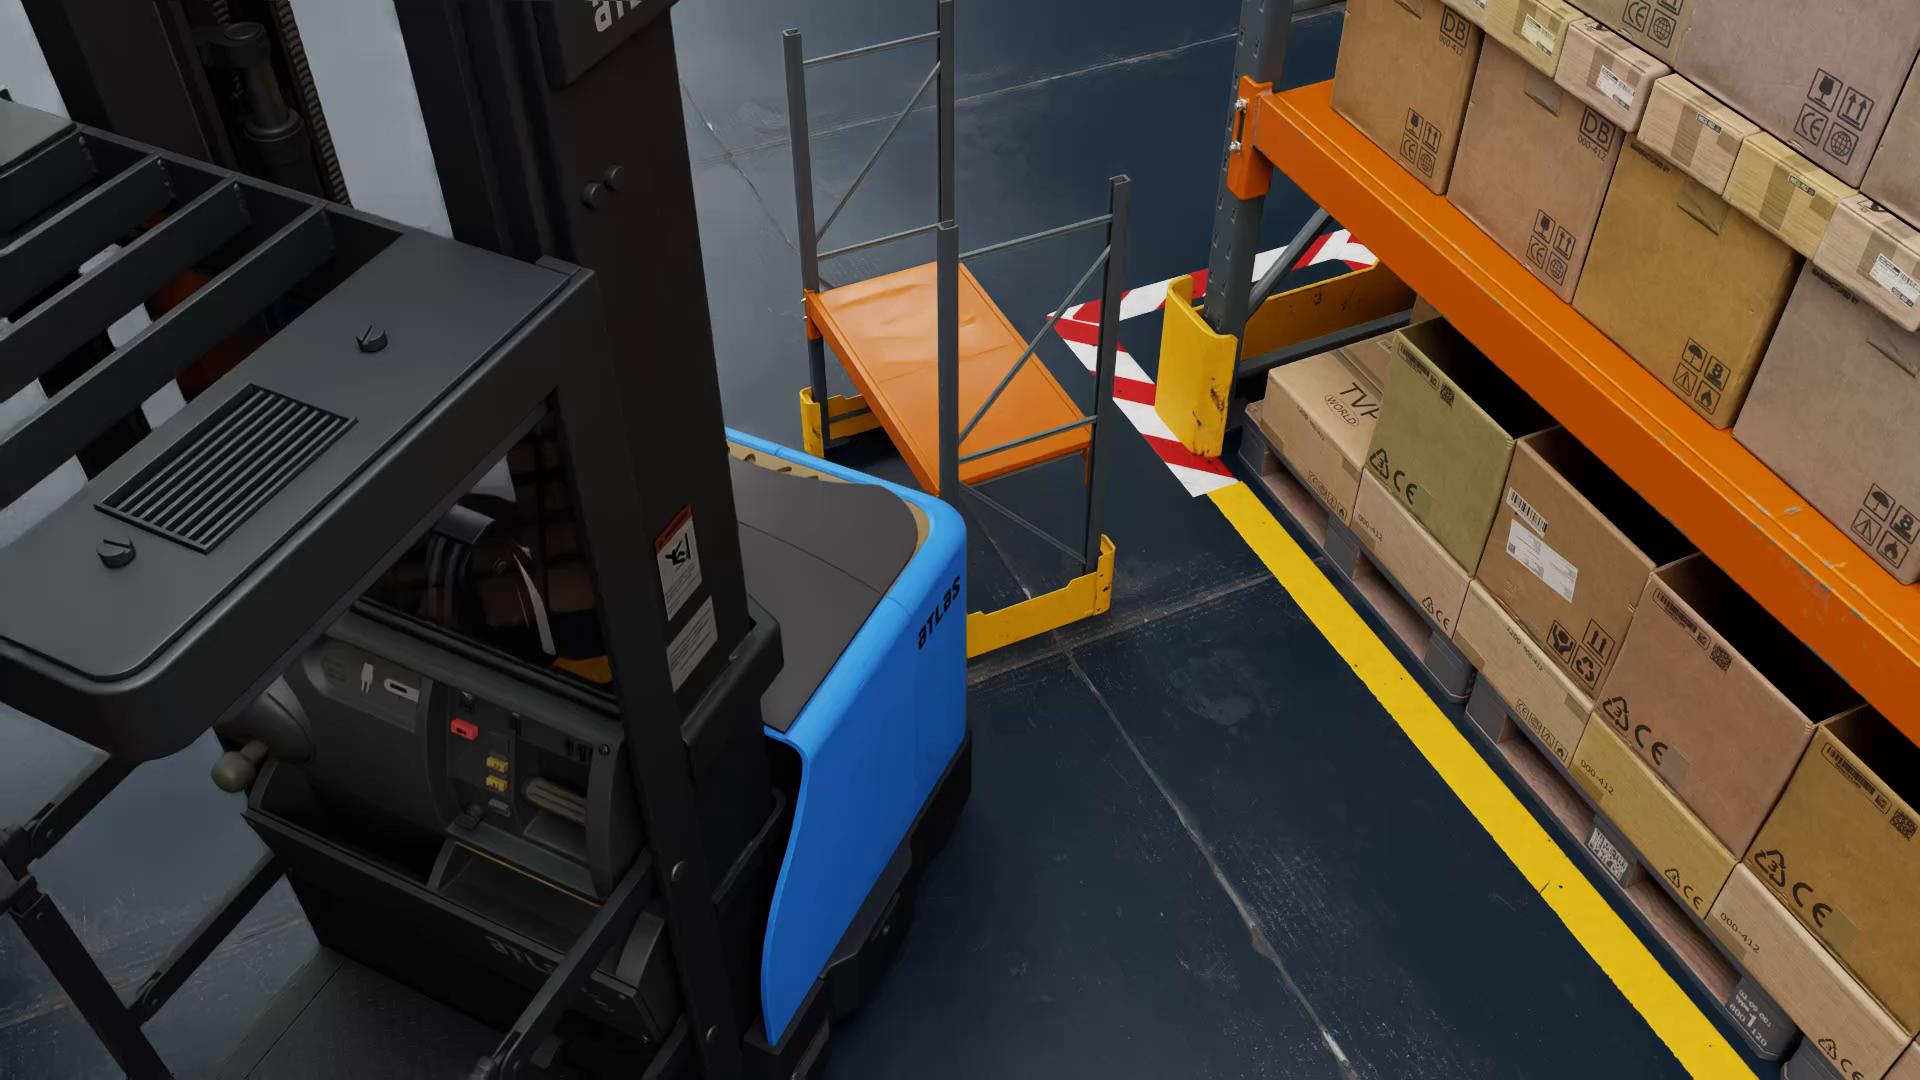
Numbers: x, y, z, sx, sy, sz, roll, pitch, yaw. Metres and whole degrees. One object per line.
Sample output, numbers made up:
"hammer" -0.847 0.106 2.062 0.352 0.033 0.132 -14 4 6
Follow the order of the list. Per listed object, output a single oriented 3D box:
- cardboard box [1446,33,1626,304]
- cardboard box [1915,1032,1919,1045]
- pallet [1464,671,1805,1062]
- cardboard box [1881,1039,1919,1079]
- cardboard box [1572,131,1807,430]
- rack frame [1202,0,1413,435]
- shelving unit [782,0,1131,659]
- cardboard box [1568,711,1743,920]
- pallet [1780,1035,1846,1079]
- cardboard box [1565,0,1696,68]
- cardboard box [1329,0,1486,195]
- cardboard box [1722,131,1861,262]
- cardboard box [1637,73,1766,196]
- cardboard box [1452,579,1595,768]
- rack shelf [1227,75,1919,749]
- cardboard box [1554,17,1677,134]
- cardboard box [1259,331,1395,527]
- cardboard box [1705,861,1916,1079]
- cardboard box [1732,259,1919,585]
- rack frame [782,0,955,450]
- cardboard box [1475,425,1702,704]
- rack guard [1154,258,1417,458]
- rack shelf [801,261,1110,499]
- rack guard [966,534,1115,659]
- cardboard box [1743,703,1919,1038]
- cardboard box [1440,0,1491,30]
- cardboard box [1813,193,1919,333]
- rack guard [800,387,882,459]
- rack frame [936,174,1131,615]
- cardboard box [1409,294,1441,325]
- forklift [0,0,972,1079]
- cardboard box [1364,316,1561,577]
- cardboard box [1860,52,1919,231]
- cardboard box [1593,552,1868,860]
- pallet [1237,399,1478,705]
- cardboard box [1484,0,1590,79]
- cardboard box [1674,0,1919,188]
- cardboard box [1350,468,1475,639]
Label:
"cardboard box" 1.669 -0.993 4.049 0.700 0.500 0.500 -17 47 -16
"cardboard box" 2.348 0.966 3.260 0.500 0.500 0.500 -18 47 -17
"pallet" 2.128 0.652 4.439 1.003 0.211 1.213 -18 47 -17
"cardboard box" 2.346 1.234 3.522 0.500 0.250 0.500 -18 47 -17
"cardboard box" 1.872 -0.675 3.727 0.700 0.500 0.500 -18 47 -17
"rack frame" 1.259 -1.592 4.728 1.000 3.000 0.127 -18 47 -17
"shelving unit" -0.032 -0.582 4.772 0.587 1.500 1.083 -18 47 -17
"cardboard box" 1.912 0.601 4.164 0.500 0.250 0.500 -18 47 -17
"pallet" 2.644 1.431 3.650 1.003 0.211 1.213 -18 47 -17
"cardboard box" 1.692 -1.421 3.559 0.700 0.500 0.500 -19 48 -18
"cardboard box" 1.444 -1.326 4.387 0.700 0.500 0.500 -18 47 -17
"cardboard box" 1.772 -0.725 3.316 0.380 0.149 0.250 -19 48 -18
"cardboard box" 1.664 -0.887 3.481 0.380 0.149 0.250 -20 48 -19
"cardboard box" 1.706 0.281 4.488 0.500 0.250 0.500 -18 47 -17
"rack shelf" 2.100 -0.061 3.689 1.077 0.370 4.000 -18 47 -17
"cardboard box" 1.550 -1.056 3.652 0.380 0.149 0.250 -19 48 -18
"cardboard box" 1.283 -0.355 5.133 0.500 0.250 0.500 -18 47 -17
"cardboard box" 2.123 0.920 3.841 0.500 0.250 0.500 -18 47 -17
"cardboard box" 2.097 -0.340 3.388 0.700 0.500 0.500 -17 47 -16
"rack frame" -0.250 -0.912 5.107 0.500 1.500 0.032 -18 47 -17
"cardboard box" 1.716 0.011 4.228 0.500 0.500 0.500 -18 47 -17
"rack guard" 1.249 -0.717 5.621 1.175 0.500 0.348 -18 47 -17
"rack shelf" -0.036 -0.460 4.905 0.538 0.185 1.000 -18 47 -17
"rack guard" 0.177 0.180 4.890 0.587 0.250 0.087 -18 47 -17
"cardboard box" 2.134 0.649 3.581 0.500 0.500 0.500 -18 47 -17
"cardboard box" 1.342 -1.377 3.977 0.380 0.149 0.250 -19 48 -18
"cardboard box" 1.874 -0.565 3.154 0.380 0.149 0.250 -18 47 -17
"rack guard" -0.241 -0.455 5.533 0.587 0.250 0.087 -18 47 -17
"rack frame" 0.178 -0.264 4.450 0.500 1.500 0.032 -18 47 -17
"cardboard box" 1.754 -0.776 5.025 0.500 0.500 0.500 -18 47 -17
"forklift" -1.069 0.427 2.731 1.130 2.935 3.031 19 48 18
"cardboard box" 1.495 -0.304 4.547 0.500 0.500 0.500 -18 47 -17
"cardboard box" 2.115 -0.781 2.911 0.700 0.500 0.500 -18 47 -17
"cardboard box" 1.911 0.335 3.900 0.500 0.500 0.500 -18 47 -17
"pallet" 1.619 -0.124 5.226 1.003 0.211 1.213 -18 47 -17
"cardboard box" 1.446 -1.218 3.816 0.380 0.149 0.250 -18 47 -17
"cardboard box" 1.905 -1.100 3.234 0.700 0.500 0.500 -18 47 -17
"cardboard box" 1.496 -0.038 4.811 0.500 0.250 0.500 -18 47 -17
